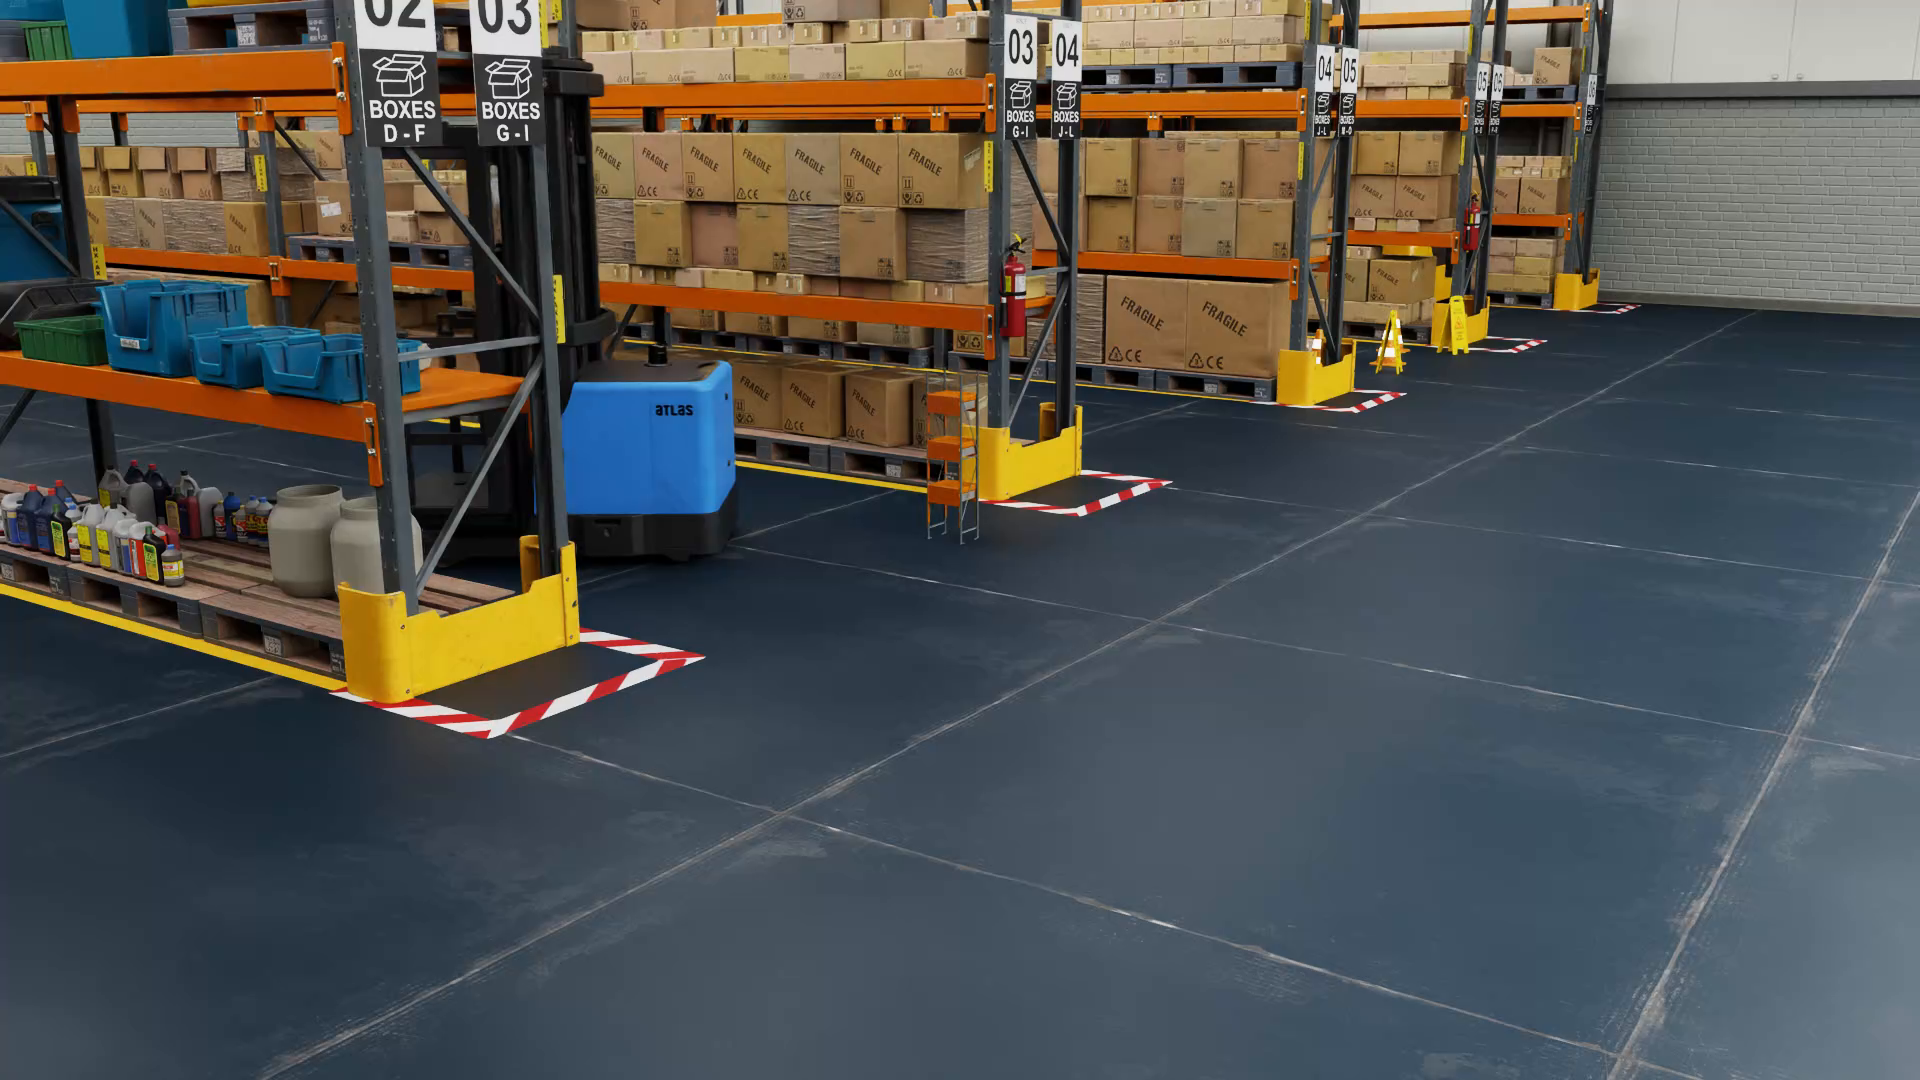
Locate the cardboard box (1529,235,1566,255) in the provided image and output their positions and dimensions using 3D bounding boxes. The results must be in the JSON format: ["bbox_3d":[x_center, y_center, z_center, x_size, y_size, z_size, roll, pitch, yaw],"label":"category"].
[{"bbox_3d":[8.520,-4.271,24.104,0.500,0.250,0.500,9,16,32],"label":"cardboard box"}]

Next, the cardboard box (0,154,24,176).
[{"bbox_3d":[-10.386,-3.970,18.250,0.500,0.500,0.500,9,17,33],"label":"cardboard box"}]

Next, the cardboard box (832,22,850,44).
[{"bbox_3d":[-0.685,-3.561,11.704,0.250,0.149,0.380,9,17,33],"label":"cardboard box"}]

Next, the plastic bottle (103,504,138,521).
[{"bbox_3d":[-4.558,-0.049,9.030,0.135,0.276,0.152,9,17,33],"label":"plastic bottle"}]

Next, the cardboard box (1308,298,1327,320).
[{"bbox_3d":[4.363,-2.889,20.598,0.500,0.250,0.500,8,16,31],"label":"cardboard box"}]

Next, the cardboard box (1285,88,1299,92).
[{"bbox_3d":[4.130,-5.397,20.164,0.250,0.149,0.380,9,17,33],"label":"cardboard box"}]

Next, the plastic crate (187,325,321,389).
[{"bbox_3d":[-3.367,-0.885,7.964,0.408,0.251,0.499,9,17,33],"label":"plastic crate"}]

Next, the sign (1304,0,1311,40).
[{"bbox_3d":[3.053,-4.565,14.602,0.005,0.325,0.100,9,17,33],"label":"sign"}]

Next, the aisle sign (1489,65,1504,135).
[{"bbox_3d":[6.271,-5.140,19.435,0.004,0.787,0.394,9,17,33],"label":"aisle sign"}]

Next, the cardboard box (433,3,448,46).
[{"bbox_3d":[-4.753,-4.519,14.844,0.500,0.500,0.500,10,17,34],"label":"cardboard box"}]

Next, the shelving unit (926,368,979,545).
[{"bbox_3d":[-0.044,-0.517,10.226,0.252,1.050,0.215,9,17,33],"label":"shelving unit"}]

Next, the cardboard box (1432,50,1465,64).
[{"bbox_3d":[5.601,-5.532,19.050,0.250,0.149,0.380,9,17,33],"label":"cardboard box"}]

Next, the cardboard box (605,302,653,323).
[{"bbox_3d":[-3.962,-2.924,20.219,0.500,0.500,0.500,9,17,33],"label":"cardboard box"}]

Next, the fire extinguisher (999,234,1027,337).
[{"bbox_3d":[0.353,-1.704,11.125,0.183,0.674,0.296,9,17,33],"label":"fire extinguisher"}]

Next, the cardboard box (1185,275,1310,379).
[{"bbox_3d":[2.768,-2.074,16.008,0.875,0.875,0.875,9,17,33],"label":"cardboard box"}]

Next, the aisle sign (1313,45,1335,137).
[{"bbox_3d":[3.259,-4.017,14.897,0.004,0.787,0.394,9,17,33],"label":"aisle sign"}]

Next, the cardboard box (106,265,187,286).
[{"bbox_3d":[-8.157,-2.429,17.441,0.875,0.875,1.225,9,16,31],"label":"cardboard box"}]

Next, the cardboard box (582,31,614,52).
[{"bbox_3d":[-2.706,-3.857,12.901,0.250,0.149,0.380,9,16,31],"label":"cardboard box"}]

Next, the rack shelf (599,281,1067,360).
[{"bbox_3d":[-1.144,-1.768,12.719,4.000,0.370,1.077,9,17,33],"label":"rack shelf"}]

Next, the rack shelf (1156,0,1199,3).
[{"bbox_3d":[4.387,-6.654,19.980,4.000,0.370,1.077,9,17,33],"label":"rack shelf"}]

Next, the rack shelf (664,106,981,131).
[{"bbox_3d":[-1.611,-4.736,18.466,4.000,0.370,1.077,9,17,33],"label":"rack shelf"}]

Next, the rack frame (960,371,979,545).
[{"bbox_3d":[0.057,-0.500,10.160,0.008,1.050,0.200,9,17,33],"label":"rack frame"}]

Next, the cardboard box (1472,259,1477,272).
[{"bbox_3d":[7.385,-4.064,24.306,0.500,0.250,0.500,9,16,32],"label":"cardboard box"}]

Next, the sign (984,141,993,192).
[{"bbox_3d":[0.189,-2.456,10.936,0.005,0.325,0.100,9,17,33],"label":"sign"}]

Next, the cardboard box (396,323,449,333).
[{"bbox_3d":[-5.088,-1.764,15.493,0.500,0.500,0.700,8,16,28],"label":"cardboard box"}]

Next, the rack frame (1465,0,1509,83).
[{"bbox_3d":[6.046,-6.737,18.810,0.127,3.000,1.000,9,17,33],"label":"rack frame"}]

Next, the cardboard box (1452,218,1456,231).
[{"bbox_3d":[5.880,-3.790,19.912,0.250,0.149,0.380,9,17,33],"label":"cardboard box"}]

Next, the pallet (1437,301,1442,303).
[{"bbox_3d":[7.148,-3.719,24.908,1.213,0.211,1.003,9,17,33],"label":"pallet"}]

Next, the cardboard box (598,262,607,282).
[{"bbox_3d":[-2.793,-2.174,13.387,0.250,0.149,0.380,9,17,33],"label":"cardboard box"}]

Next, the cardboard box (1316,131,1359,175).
[{"bbox_3d":[4.604,-4.645,19.938,0.500,0.500,0.700,9,16,32],"label":"cardboard box"}]

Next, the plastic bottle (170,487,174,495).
[{"bbox_3d":[-4.555,-0.224,9.725,0.133,0.283,0.061,11,17,37],"label":"plastic bottle"}]

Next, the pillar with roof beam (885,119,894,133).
[{"bbox_3d":[-3.621,-8.751,26.947,0.400,9.000,9.100,9,17,33],"label":"pillar with roof beam"}]

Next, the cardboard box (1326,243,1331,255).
[{"bbox_3d":[4.470,-3.534,20.294,0.250,0.149,0.380,10,17,35],"label":"cardboard box"}]

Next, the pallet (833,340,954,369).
[{"bbox_3d":[-0.634,-2.095,18.349,1.213,0.211,1.003,9,17,33],"label":"pallet"}]

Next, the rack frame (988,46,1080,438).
[{"bbox_3d":[0.516,-1.849,11.549,0.127,3.000,1.000,9,17,33],"label":"rack frame"}]

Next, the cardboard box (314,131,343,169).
[{"bbox_3d":[-8.418,-5.327,22.691,0.500,0.500,0.500,9,16,31],"label":"cardboard box"}]

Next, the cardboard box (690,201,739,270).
[{"bbox_3d":[-1.598,-2.384,12.885,0.500,0.500,0.875,9,17,33],"label":"cardboard box"}]

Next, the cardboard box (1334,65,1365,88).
[{"bbox_3d":[4.622,-5.503,19.764,0.500,0.250,0.500,10,17,34],"label":"cardboard box"}]

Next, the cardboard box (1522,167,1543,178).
[{"bbox_3d":[8.141,-5.197,23.518,0.250,0.149,0.380,9,17,34],"label":"cardboard box"}]

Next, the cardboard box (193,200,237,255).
[{"bbox_3d":[-7.081,-3.055,16.213,0.500,0.500,0.500,9,17,32],"label":"cardboard box"}]

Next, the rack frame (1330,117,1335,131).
[{"bbox_3d":[5.495,-5.351,25.698,0.127,3.000,1.000,9,17,33],"label":"rack frame"}]

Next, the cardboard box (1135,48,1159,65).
[{"bbox_3d":[1.849,-4.558,15.692,0.250,0.149,0.380,9,17,33],"label":"cardboard box"}]

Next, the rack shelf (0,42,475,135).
[{"bbox_3d":[-3.908,-2.236,8.369,4.000,0.370,1.077,9,17,33],"label":"rack shelf"}]

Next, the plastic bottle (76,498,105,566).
[{"bbox_3d":[-4.620,-0.052,8.888,0.185,0.351,0.144,9,17,32],"label":"plastic bottle"}]

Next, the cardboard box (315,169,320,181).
[{"bbox_3d":[-8.833,-4.913,23.099,0.500,0.500,0.500,9,17,34],"label":"cardboard box"}]

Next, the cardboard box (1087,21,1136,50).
[{"bbox_3d":[1.557,-4.816,15.906,0.500,0.250,0.500,9,17,33],"label":"cardboard box"}]

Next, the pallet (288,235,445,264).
[{"bbox_3d":[-5.472,-2.754,15.606,1.003,0.211,1.213,9,17,33],"label":"pallet"}]

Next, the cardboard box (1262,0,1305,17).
[{"bbox_3d":[2.899,-4.775,14.910,0.250,0.149,0.380,9,17,33],"label":"cardboard box"}]

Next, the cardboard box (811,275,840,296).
[{"bbox_3d":[-0.882,-1.888,12.231,0.250,0.149,0.380,9,17,33],"label":"cardboard box"}]

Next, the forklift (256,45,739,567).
[{"bbox_3d":[-2.919,-1.391,9.842,3.031,2.935,1.130,0,14,-1],"label":"forklift"}]

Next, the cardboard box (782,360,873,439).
[{"bbox_3d":[-1.017,-1.087,12.801,0.500,0.500,0.500,11,18,38],"label":"cardboard box"}]

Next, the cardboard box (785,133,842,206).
[{"bbox_3d":[-0.910,-2.685,12.019,0.500,0.500,0.500,9,17,33],"label":"cardboard box"}]

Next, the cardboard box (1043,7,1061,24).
[{"bbox_3d":[1.008,-5.081,16.146,0.250,0.149,0.380,9,17,33],"label":"cardboard box"}]

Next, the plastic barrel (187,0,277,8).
[{"bbox_3d":[-3.265,-2.740,7.641,0.600,0.588,0.600,0,14,0],"label":"plastic barrel"}]
